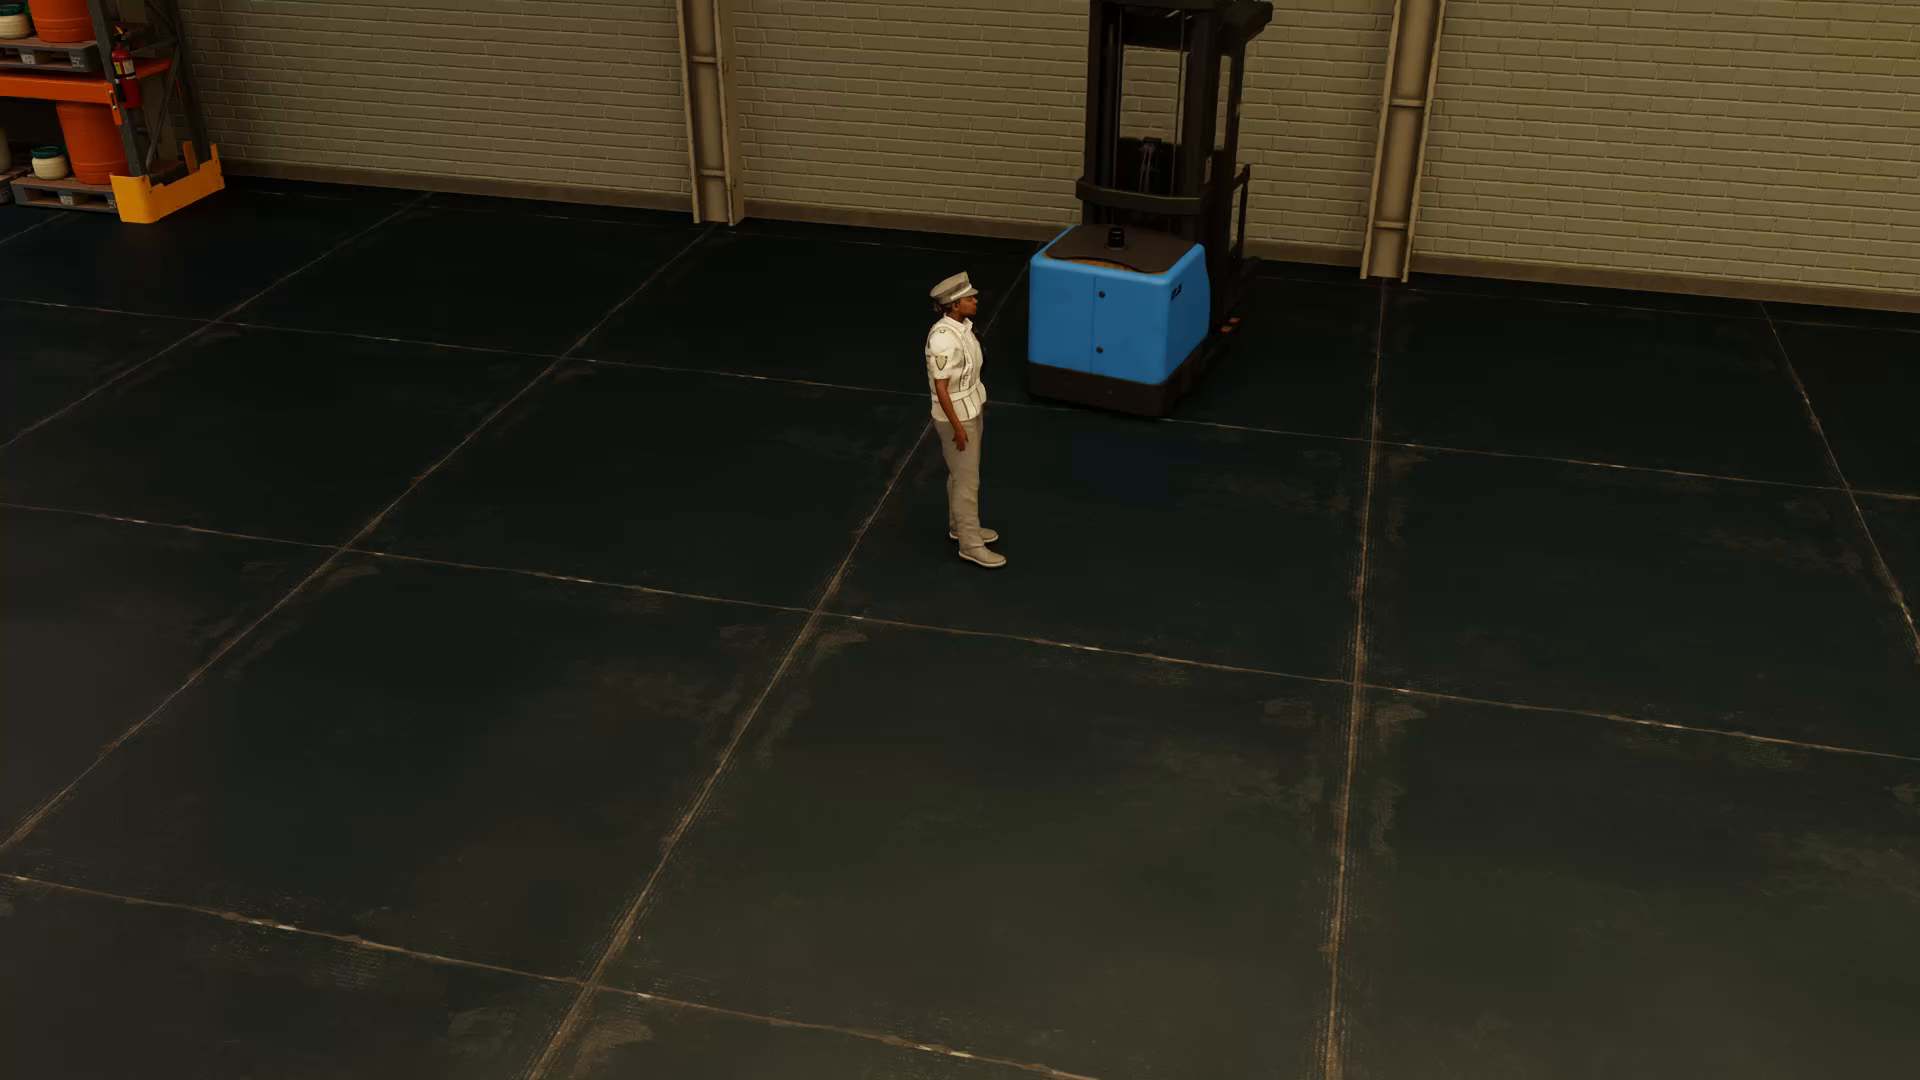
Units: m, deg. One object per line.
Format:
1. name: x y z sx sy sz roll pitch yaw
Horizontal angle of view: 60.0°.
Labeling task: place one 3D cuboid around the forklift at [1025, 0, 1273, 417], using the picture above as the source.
1. forklift: 1.552 -2.832 12.169 1.130 2.935 3.031 13 32 22

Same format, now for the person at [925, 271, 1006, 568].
1. person: 0.068 -0.726 9.690 0.528 1.697 0.570 7 30 12
